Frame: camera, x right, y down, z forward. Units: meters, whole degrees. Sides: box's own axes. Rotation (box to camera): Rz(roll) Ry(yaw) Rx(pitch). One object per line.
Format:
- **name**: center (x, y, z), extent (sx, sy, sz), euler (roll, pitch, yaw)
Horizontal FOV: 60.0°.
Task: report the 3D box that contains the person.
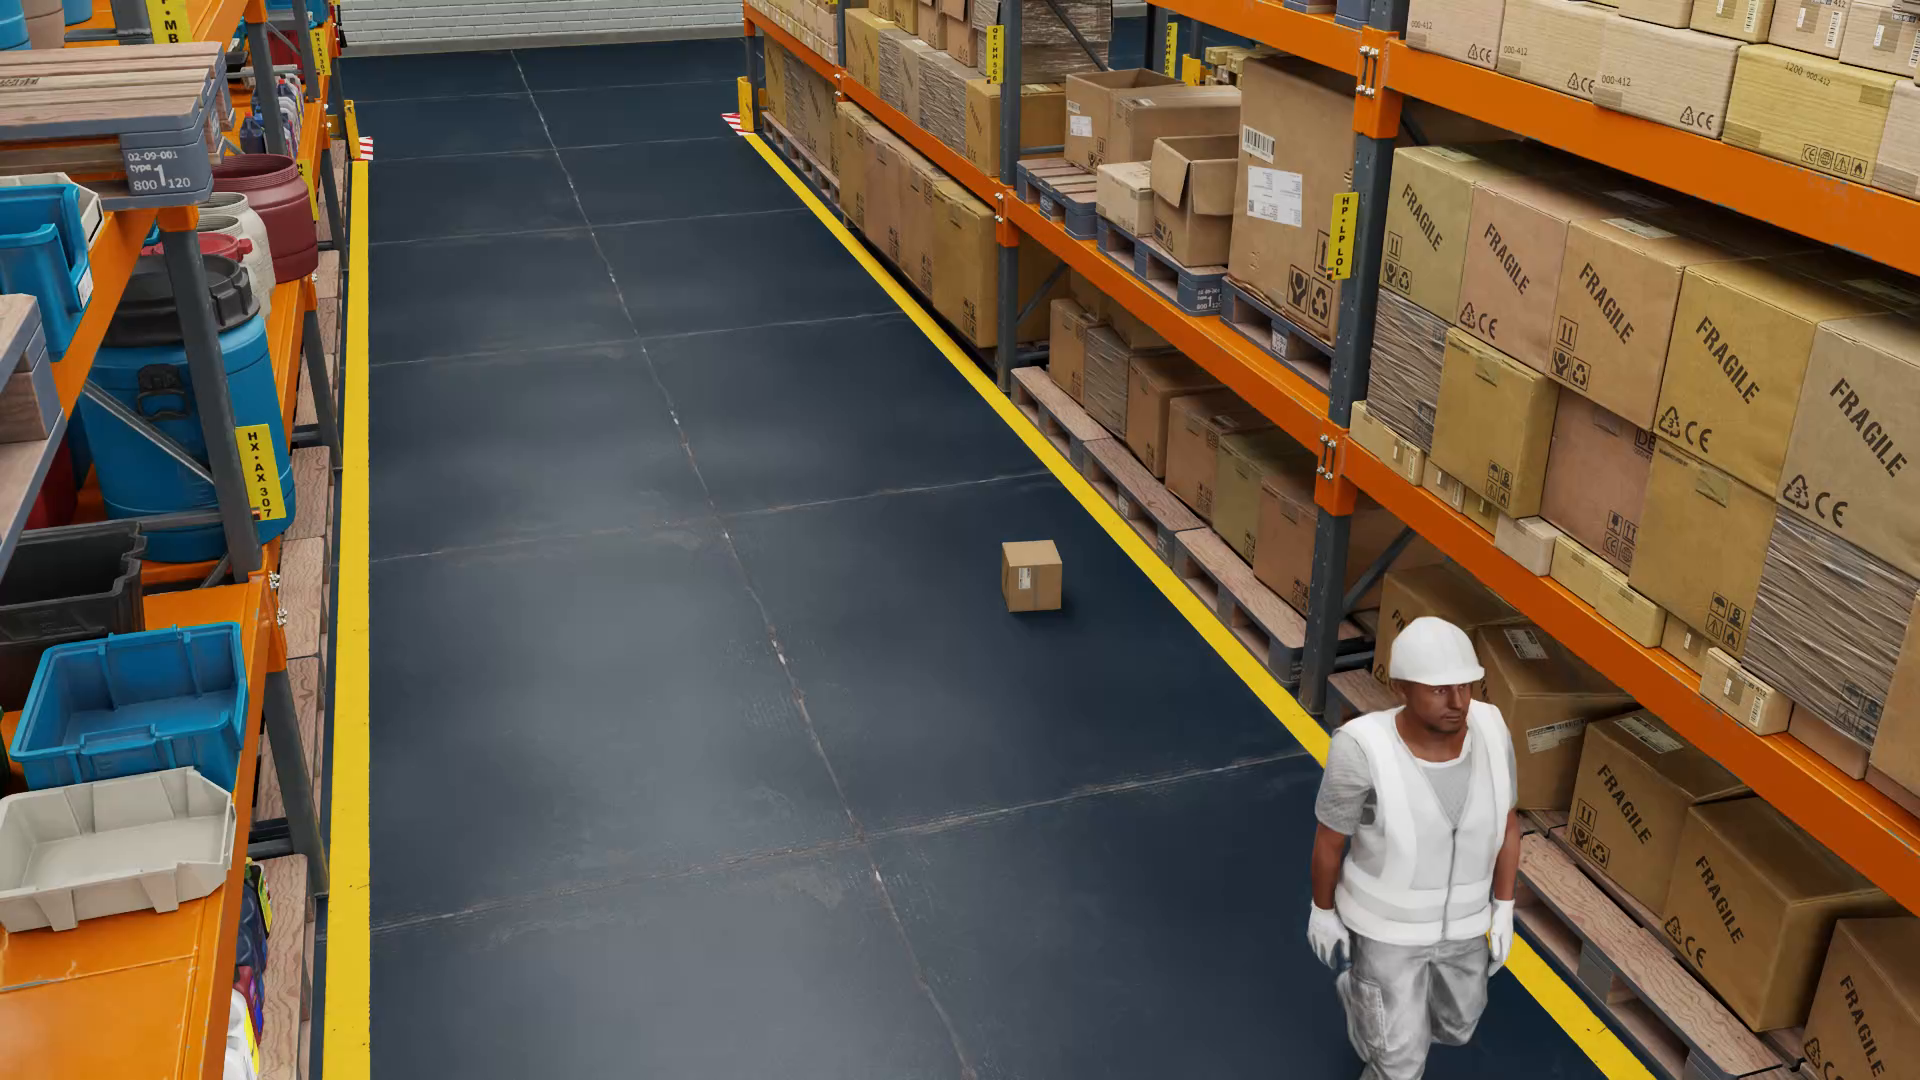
- **person**: center (1.226, 0.996, 4.548), extent (0.552, 1.762, 0.832), euler (-7, 27, -14)
